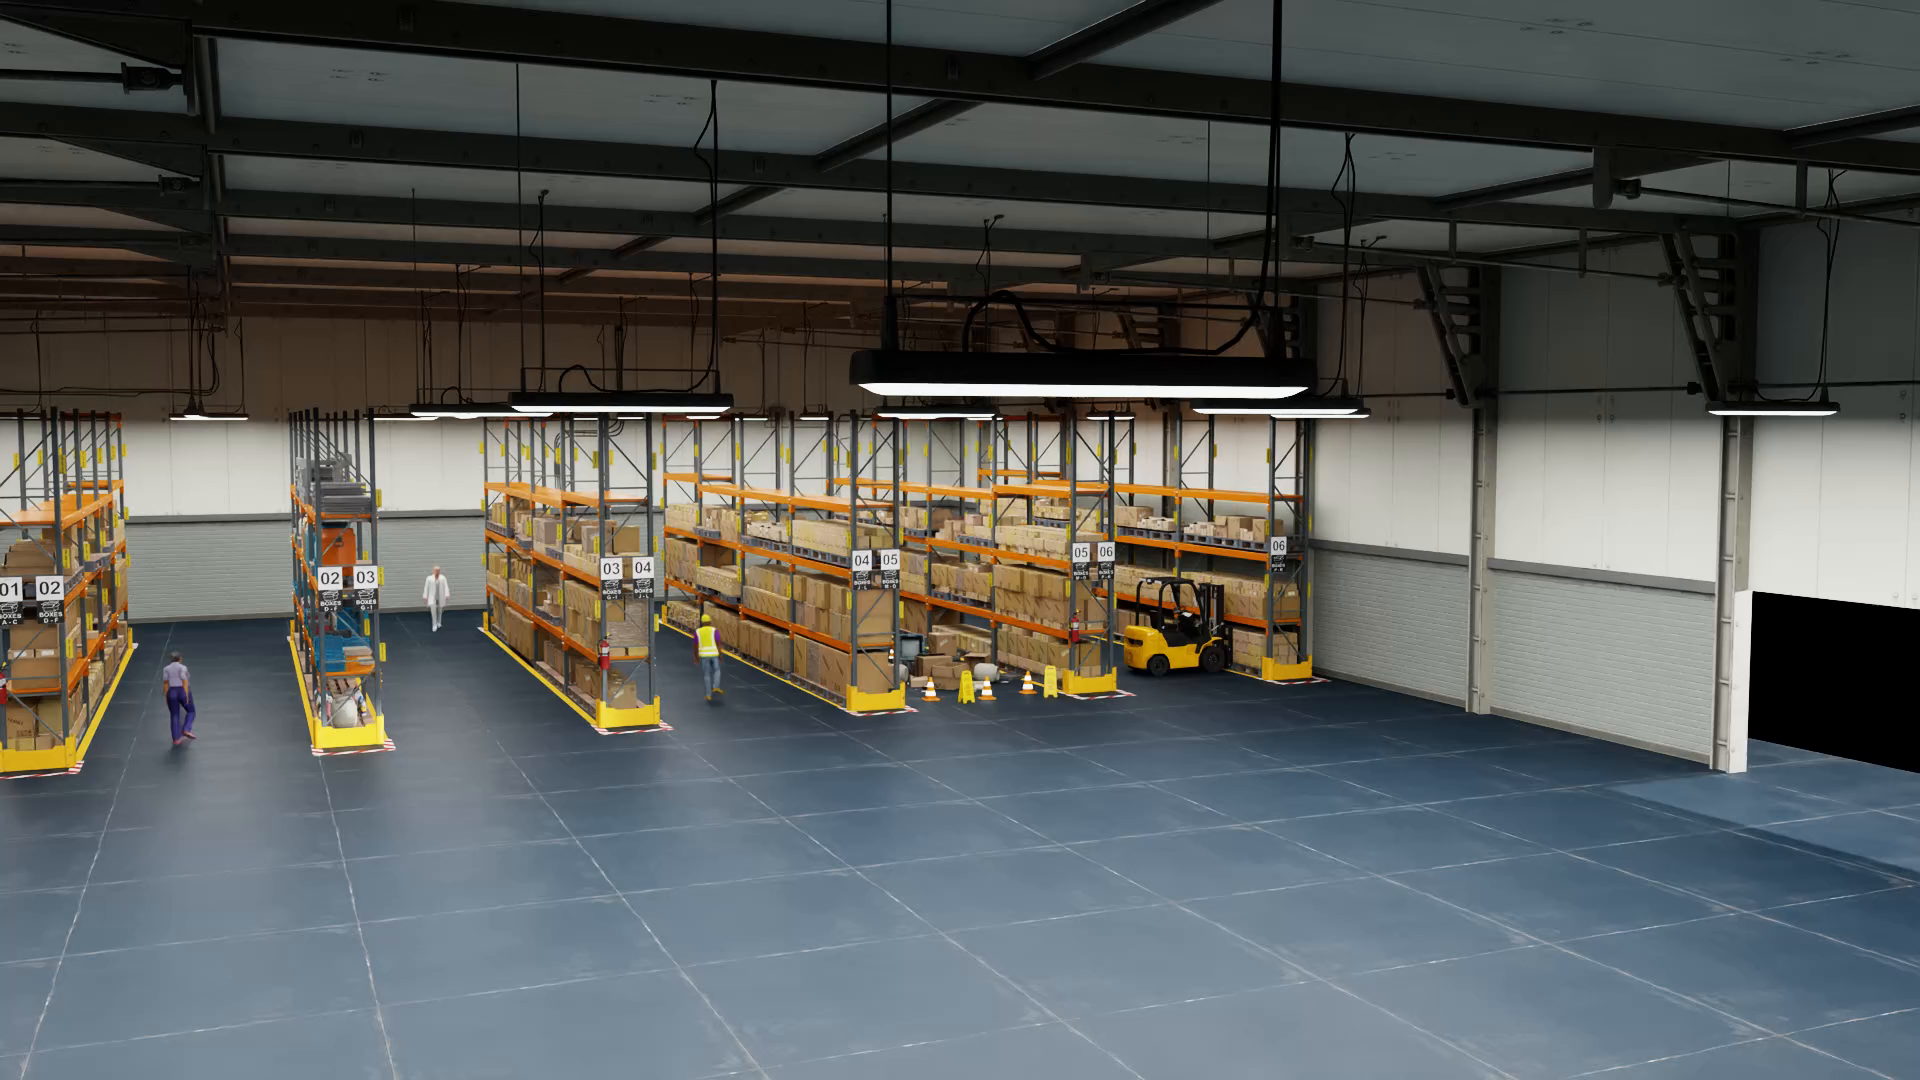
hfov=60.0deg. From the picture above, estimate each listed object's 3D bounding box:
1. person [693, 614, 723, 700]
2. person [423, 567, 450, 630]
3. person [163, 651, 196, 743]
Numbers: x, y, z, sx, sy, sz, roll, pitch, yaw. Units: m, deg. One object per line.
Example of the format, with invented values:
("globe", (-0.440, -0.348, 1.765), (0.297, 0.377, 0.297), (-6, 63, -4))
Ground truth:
("person", (-5.227, 2.420, 34.523), (0.601, 1.754, 0.510), (-1, 4, -11))
("person", (-14.541, 1.599, 46.190), (0.697, 1.718, 1.102), (-2, 4, -23))
("person", (-13.997, 2.817, 29.799), (0.537, 1.621, 0.451), (-1, 4, -12))
